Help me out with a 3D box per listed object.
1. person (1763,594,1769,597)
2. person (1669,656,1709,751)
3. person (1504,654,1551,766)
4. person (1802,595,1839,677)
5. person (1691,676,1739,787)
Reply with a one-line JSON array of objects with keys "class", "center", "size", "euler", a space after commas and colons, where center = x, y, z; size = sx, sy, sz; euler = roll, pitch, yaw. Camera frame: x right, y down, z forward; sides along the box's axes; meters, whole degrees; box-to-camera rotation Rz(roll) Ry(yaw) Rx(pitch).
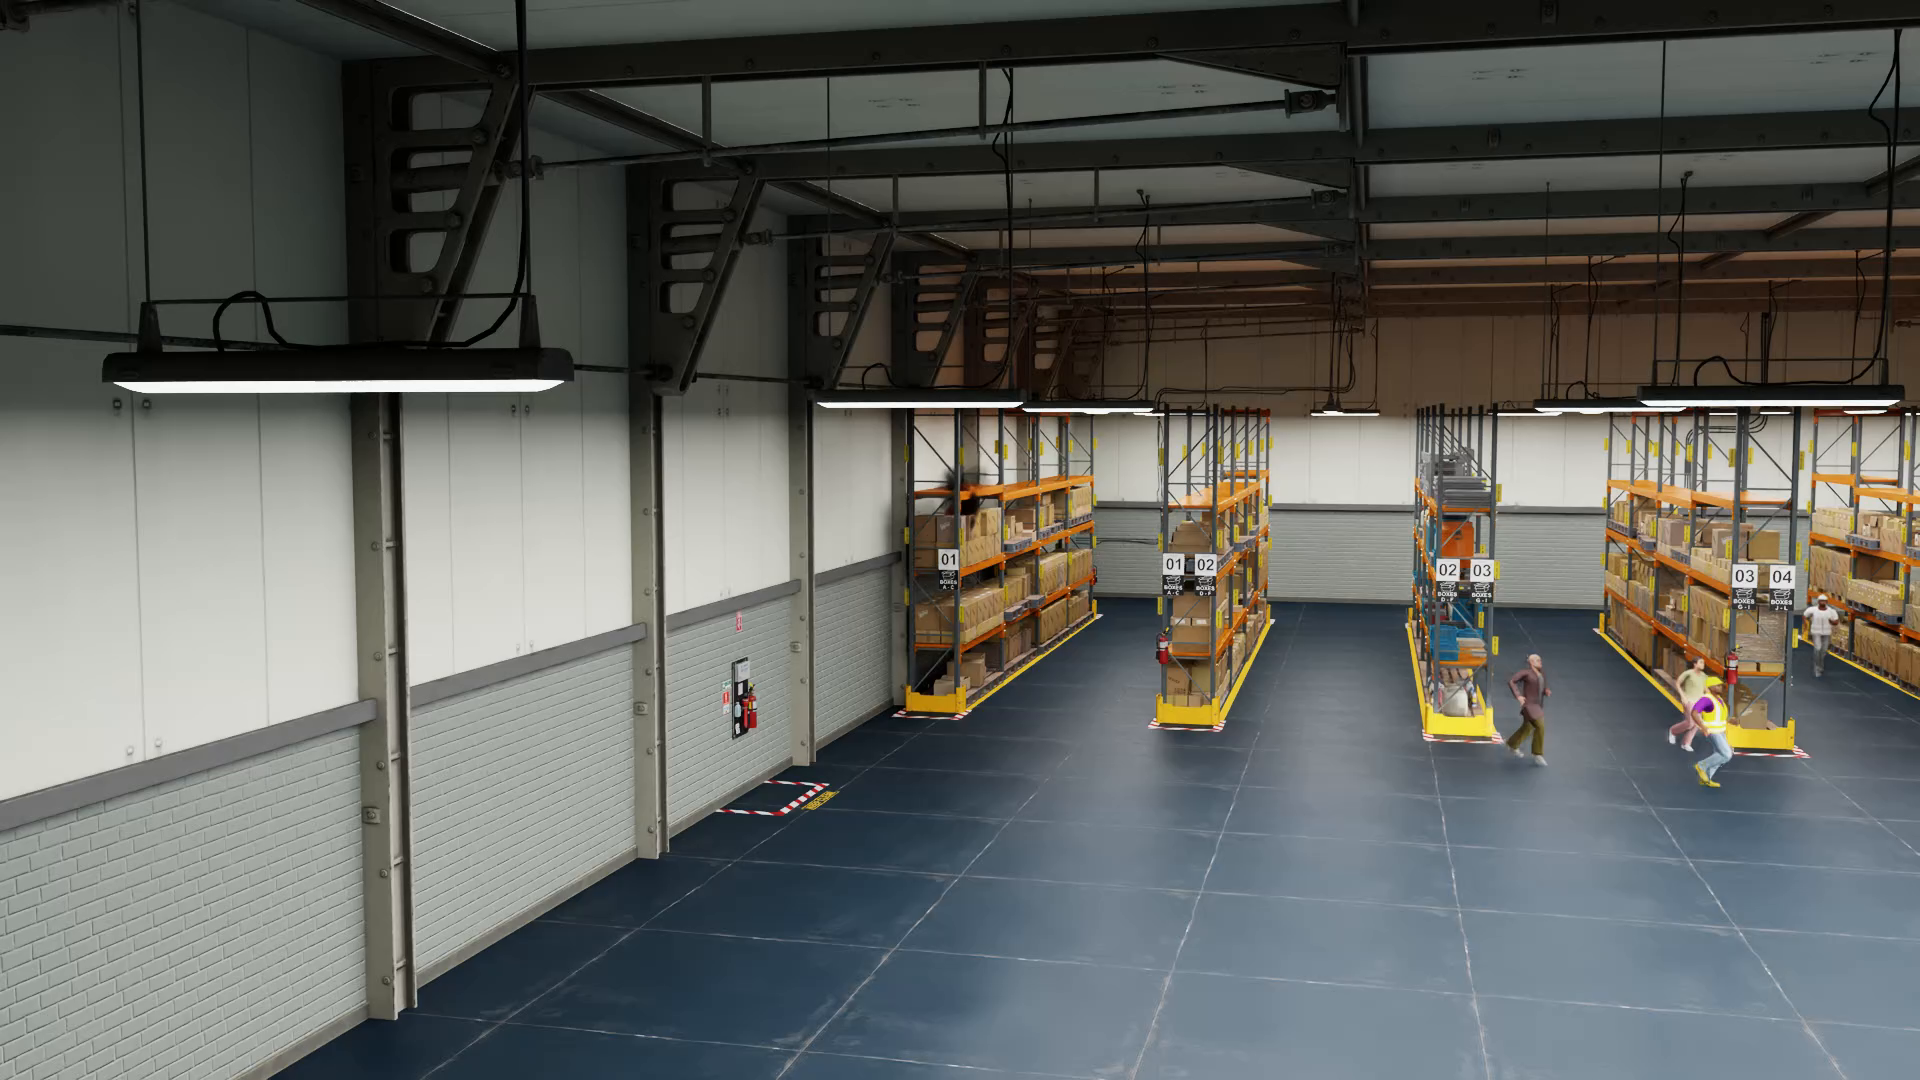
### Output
[{"class": "person", "center": [20.567, 1.750, 42.642], "size": [0.725, 1.727, 0.614], "euler": [2, 5, 29]}, {"class": "person", "center": [12.716, 2.812, 28.881], "size": [0.618, 1.622, 0.540], "euler": [-1, 4, -16]}, {"class": "person", "center": [9.526, 2.816, 27.818], "size": [0.705, 1.843, 0.856], "euler": [-4, 6, -43]}, {"class": "person", "center": [19.262, 2.124, 37.207], "size": [0.677, 1.823, 0.807], "euler": [1, 4, 12]}, {"class": "person", "center": [11.750, 2.980, 25.820], "size": [0.575, 1.720, 0.706], "euler": [4, 6, 43]}]
